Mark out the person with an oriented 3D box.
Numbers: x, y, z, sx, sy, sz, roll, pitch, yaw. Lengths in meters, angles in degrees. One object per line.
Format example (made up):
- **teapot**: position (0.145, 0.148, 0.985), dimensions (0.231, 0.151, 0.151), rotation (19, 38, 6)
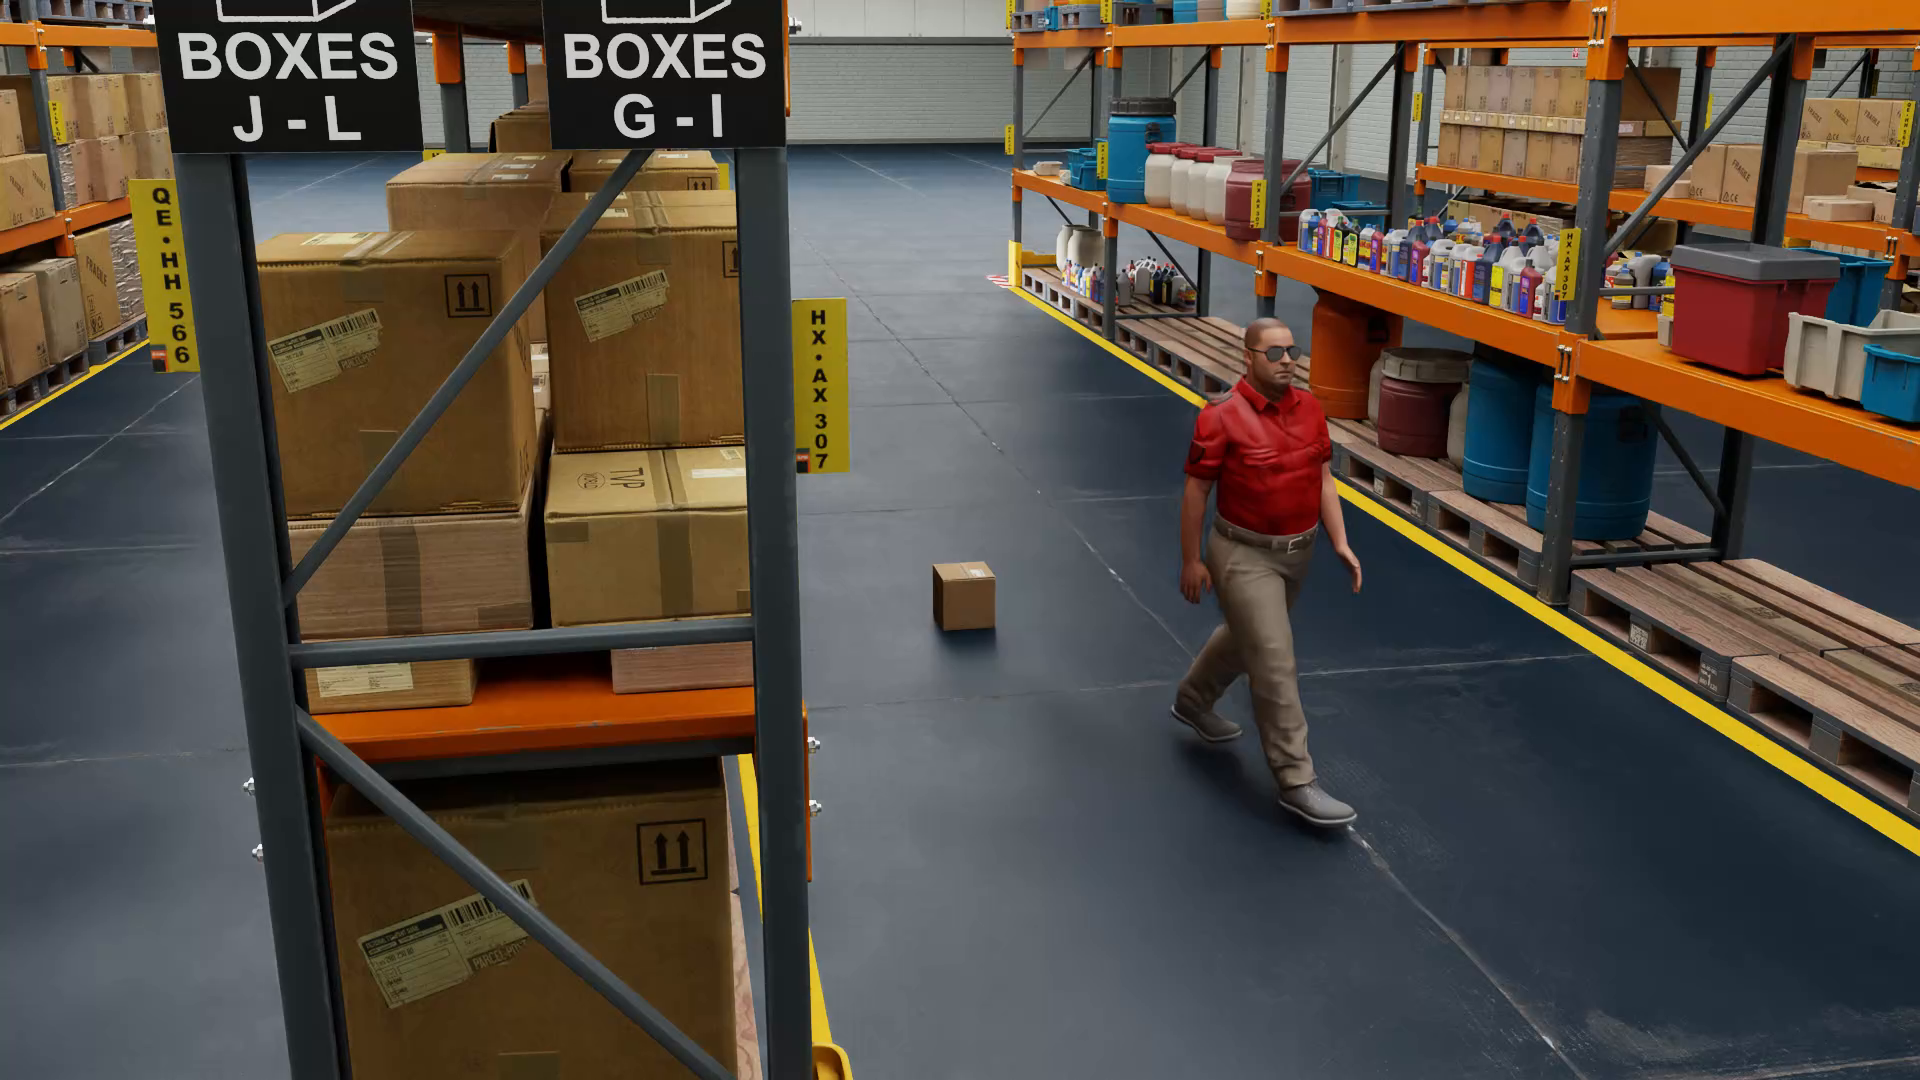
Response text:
- **person**: position (1.103, 0.058, 5.843), dimensions (0.544, 1.663, 1.071), rotation (-11, 20, -34)
